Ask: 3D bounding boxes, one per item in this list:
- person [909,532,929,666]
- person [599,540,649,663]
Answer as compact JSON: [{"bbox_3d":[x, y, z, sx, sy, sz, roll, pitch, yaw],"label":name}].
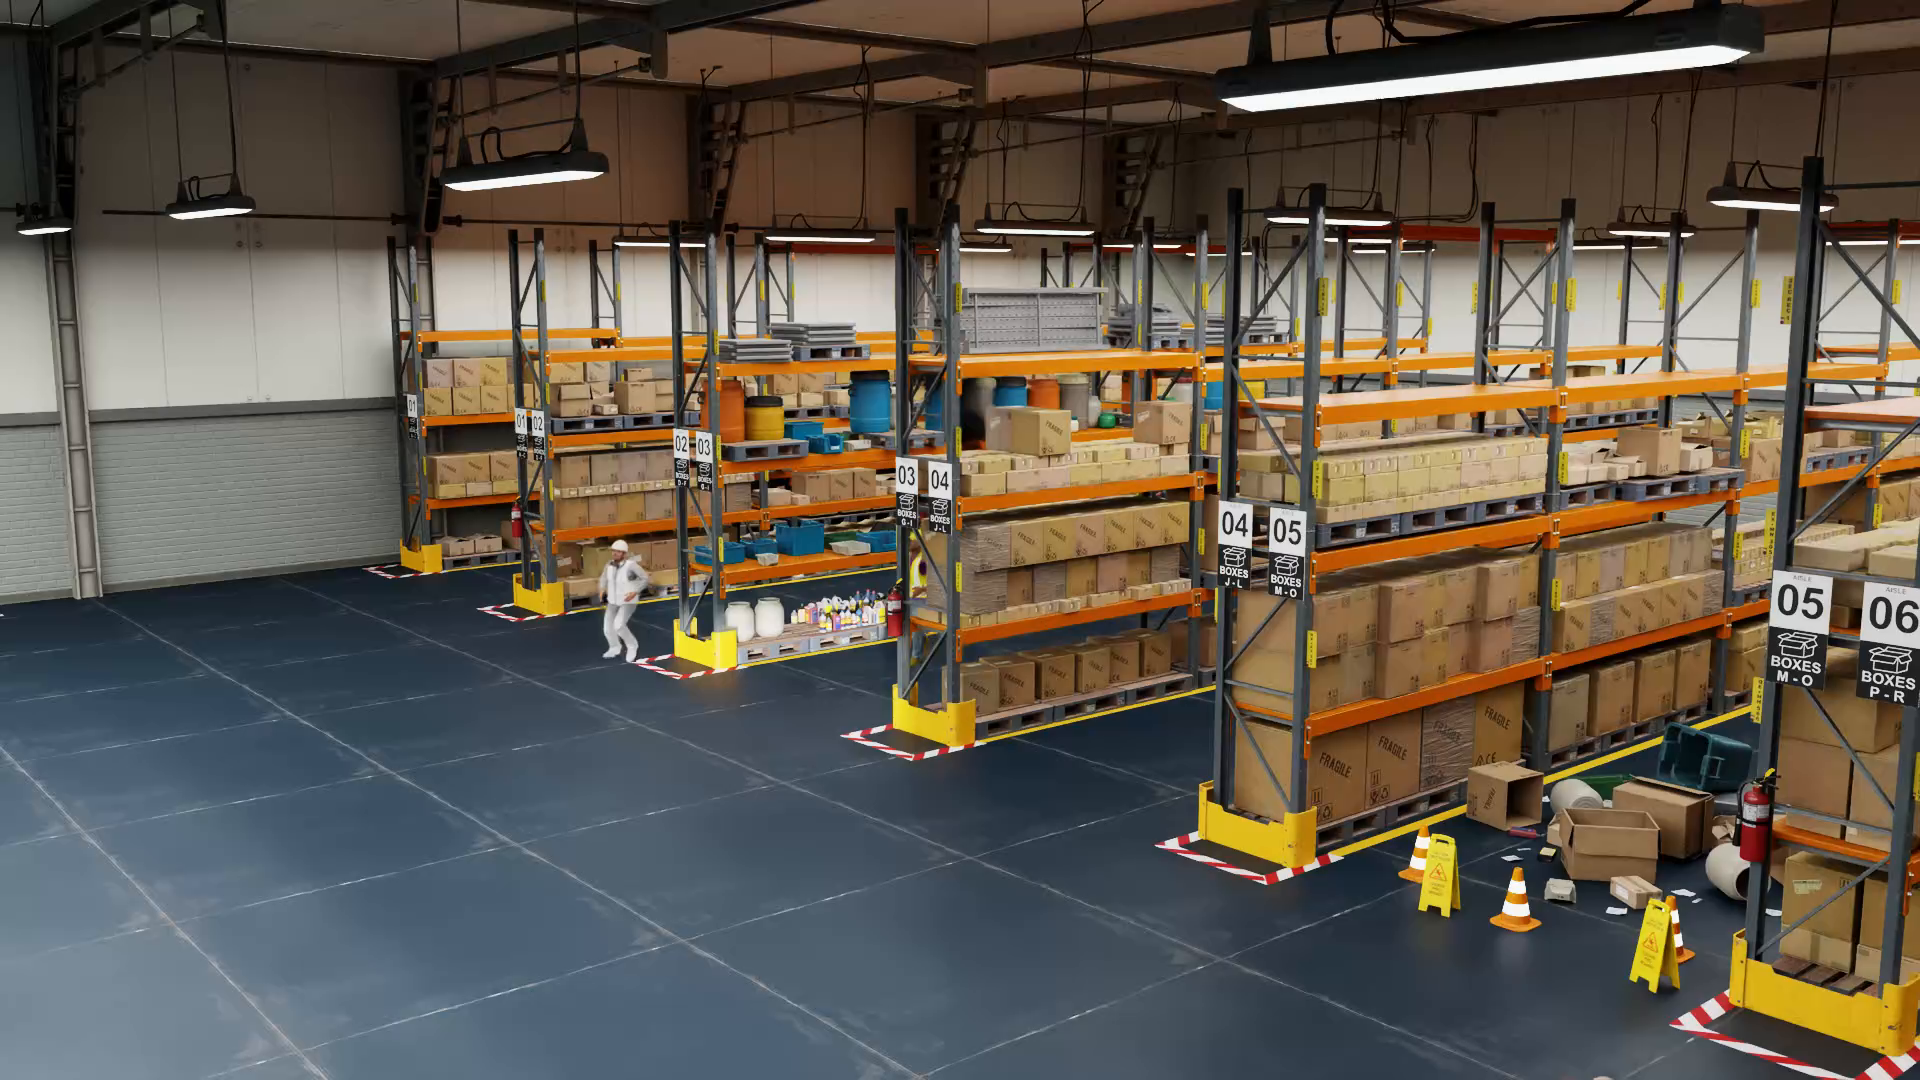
[{"bbox_3d":[-0.544,0.747,21.376,0.573,1.741,0.690,-8,12,-42],"label":"person"},{"bbox_3d":[-4.643,0.833,22.823,0.766,1.684,0.664,3,9,20],"label":"person"}]
